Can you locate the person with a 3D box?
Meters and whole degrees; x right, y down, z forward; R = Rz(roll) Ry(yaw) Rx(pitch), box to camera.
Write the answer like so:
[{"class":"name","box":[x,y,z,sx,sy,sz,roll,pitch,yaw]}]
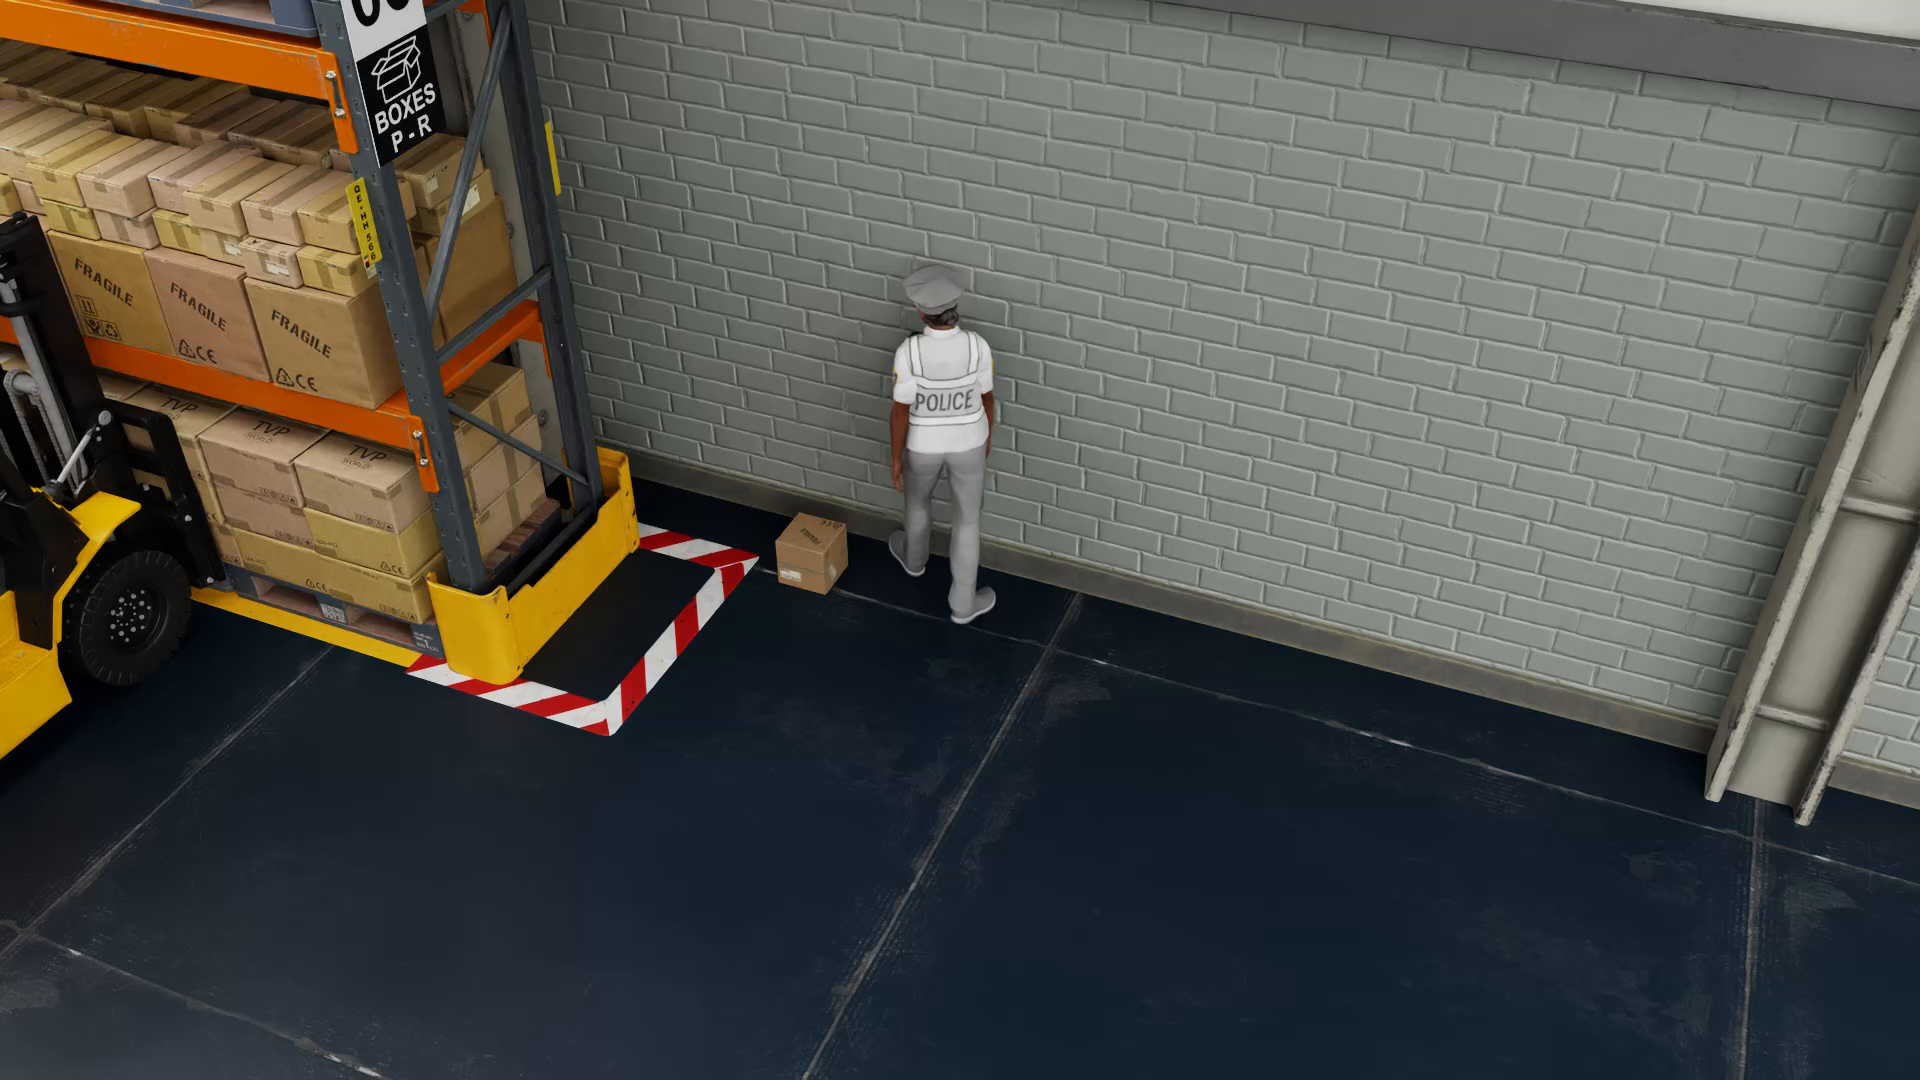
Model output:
[{"class":"person","box":[-0.088,-0.442,7.365,0.503,1.651,0.667,-1,38,-1]}]
